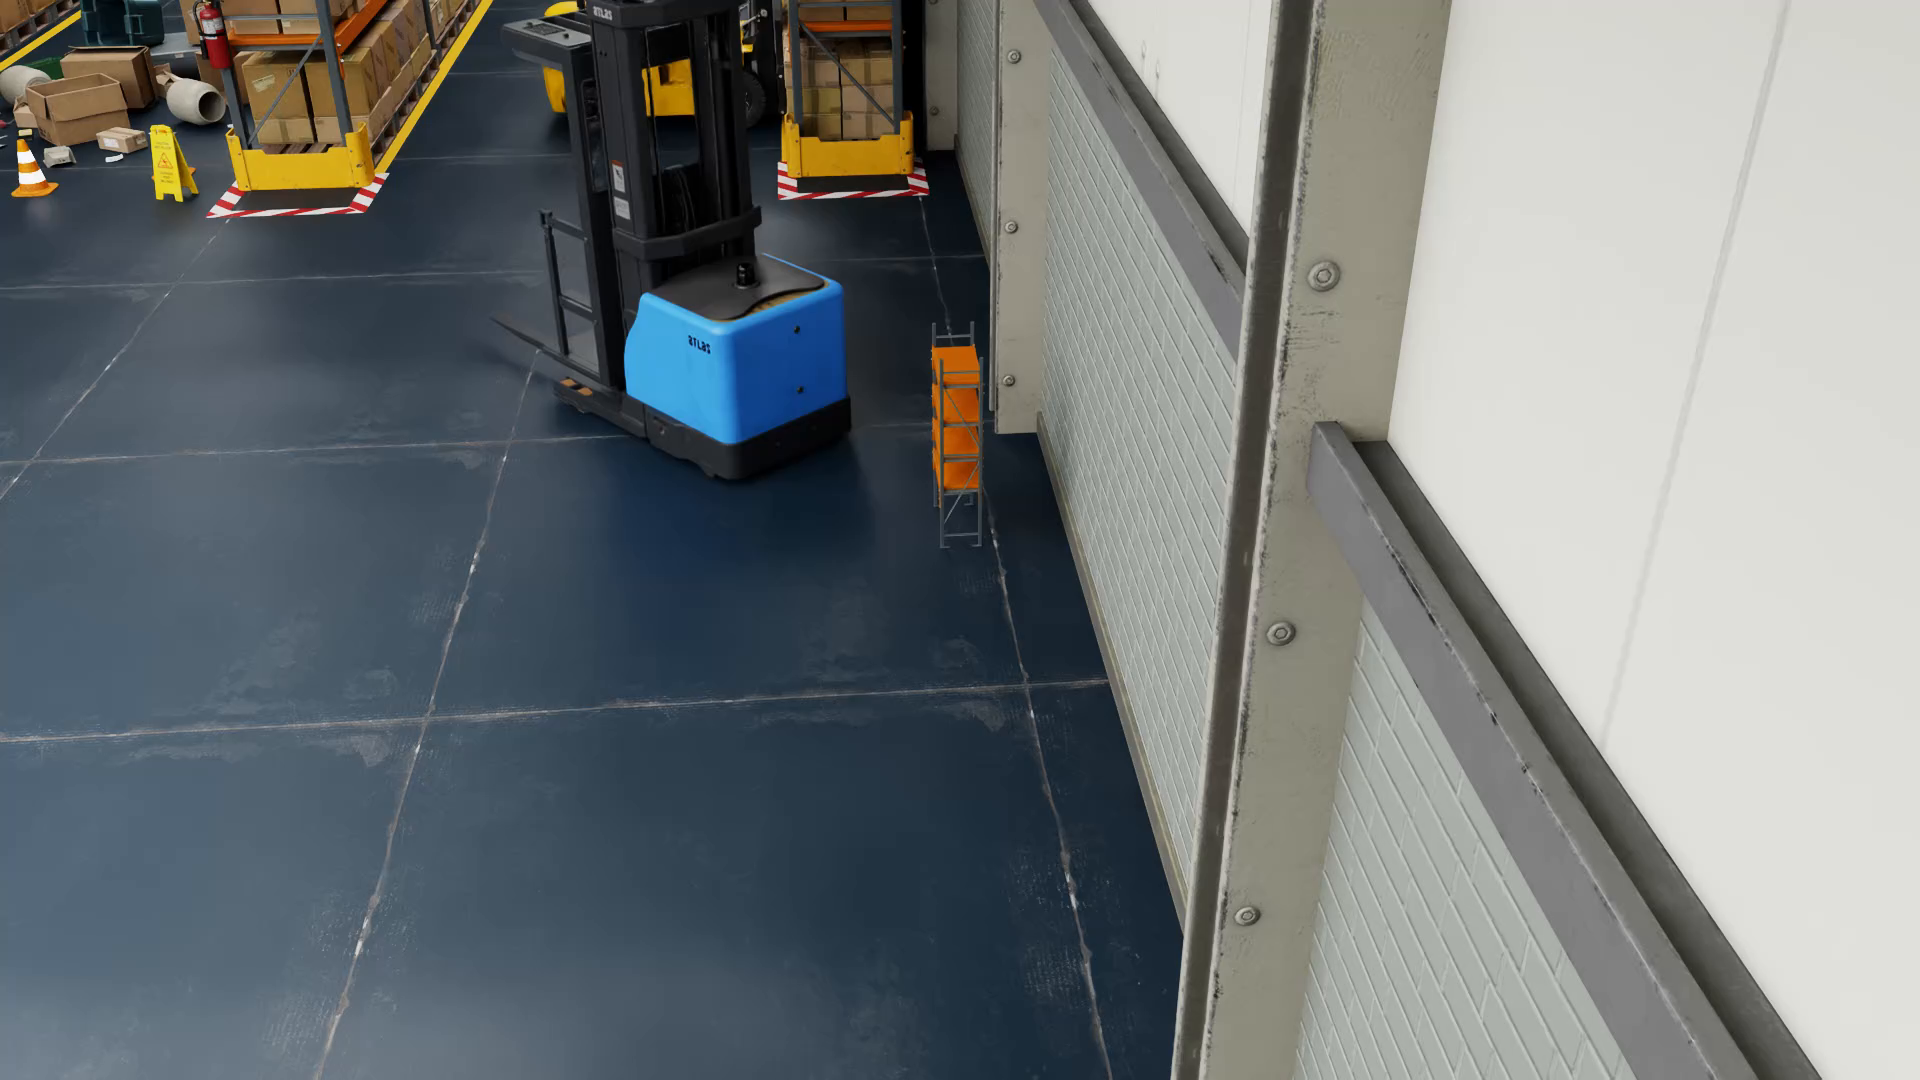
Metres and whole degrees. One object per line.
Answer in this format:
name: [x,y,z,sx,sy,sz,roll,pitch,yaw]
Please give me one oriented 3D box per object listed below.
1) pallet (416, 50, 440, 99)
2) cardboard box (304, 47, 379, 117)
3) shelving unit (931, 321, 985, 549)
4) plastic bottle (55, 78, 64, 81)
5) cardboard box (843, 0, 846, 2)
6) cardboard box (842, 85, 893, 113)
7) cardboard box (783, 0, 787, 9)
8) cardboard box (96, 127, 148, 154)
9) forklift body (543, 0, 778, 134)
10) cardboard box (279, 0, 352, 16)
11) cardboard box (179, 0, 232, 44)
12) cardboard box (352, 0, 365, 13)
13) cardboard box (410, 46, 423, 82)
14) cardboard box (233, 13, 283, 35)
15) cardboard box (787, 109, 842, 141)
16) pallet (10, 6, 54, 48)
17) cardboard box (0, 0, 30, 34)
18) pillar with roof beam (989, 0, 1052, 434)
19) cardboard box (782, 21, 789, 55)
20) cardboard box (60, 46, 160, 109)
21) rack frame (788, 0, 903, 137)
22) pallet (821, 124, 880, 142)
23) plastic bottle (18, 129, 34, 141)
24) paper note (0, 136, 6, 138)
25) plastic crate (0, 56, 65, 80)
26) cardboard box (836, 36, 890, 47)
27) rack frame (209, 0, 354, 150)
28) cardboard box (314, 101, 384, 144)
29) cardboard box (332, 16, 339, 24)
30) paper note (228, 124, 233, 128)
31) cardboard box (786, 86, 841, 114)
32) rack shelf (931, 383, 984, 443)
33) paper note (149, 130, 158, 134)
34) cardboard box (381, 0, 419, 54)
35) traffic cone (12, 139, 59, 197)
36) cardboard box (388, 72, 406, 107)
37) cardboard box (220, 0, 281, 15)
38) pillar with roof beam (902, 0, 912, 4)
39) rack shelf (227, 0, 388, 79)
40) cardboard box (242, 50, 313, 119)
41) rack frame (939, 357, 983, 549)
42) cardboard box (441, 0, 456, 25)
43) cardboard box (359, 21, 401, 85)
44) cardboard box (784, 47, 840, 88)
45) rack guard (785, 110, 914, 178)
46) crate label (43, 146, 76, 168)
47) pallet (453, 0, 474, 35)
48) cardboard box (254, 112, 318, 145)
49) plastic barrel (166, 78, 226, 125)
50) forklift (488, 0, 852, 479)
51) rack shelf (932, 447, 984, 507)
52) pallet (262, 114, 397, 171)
pallet: [-6.241,-5.022,17.953,1.003,0.211,1.213,-3,31,-5]
cardboard box: [-5.768,-4.277,15.527,0.500,0.500,0.500,-4,31,-6]
shelving unit: [-0.015,-0.600,9.584,0.258,1.200,0.503,-3,31,-5]
plastic bottle: [-9.730,-4.942,17.964,0.133,0.061,0.283,-20,36,-30]
cardboard box: [-0.865,-5.332,15.655,0.500,0.500,0.500,-2,31,-3]
cardboard box: [-0.861,-4.223,15.679,0.500,0.250,0.500,-2,31,-4]
cardboard box: [-1.569,-5.452,17.250,0.500,0.250,0.500,-2,31,-3]
cardboard box: [-8.099,-3.867,16.079,0.380,0.149,0.250,13,33,21]
forklift body: [-3.018,-5.274,16.483,2.313,2.155,1.214,-3,31,-5]
cardboard box: [-5.734,-4.944,14.715,0.500,0.500,0.500,-3,31,-5]
cardboard box: [-8.109,-5.712,18.087,0.500,0.500,0.500,-3,31,-5]
cardboard box: [-5.751,-4.993,15.430,0.380,0.149,0.250,-2,31,-4]
cardboard box: [-5.957,-5.000,17.468,0.500,0.250,0.500,-4,31,-6]
cardboard box: [-6.213,-4.591,14.757,0.380,0.149,0.250,-2,31,-3]
cardboard box: [-1.382,-3.983,15.765,0.500,0.250,0.500,-3,31,-4]
pallet: [-11.523,-6.089,19.739,1.003,0.211,1.213,-3,31,-5]
cardboard box: [-11.492,-6.292,19.143,1.050,0.750,0.750,-3,31,-5]
pillar with roof beam: [-3.917,-4.463,8.446,9.100,9.000,0.400,-3,31,-5]
cardboard box: [-1.488,-4.925,16.367,0.500,0.250,0.500,-2,31,-4]
cardboard box: [-8.746,-4.757,17.092,0.797,0.637,0.503,-3,31,-5]
rack frame: [-1.024,-4.758,14.791,1.000,3.000,0.127,-3,31,-5]
pallet: [-1.137,-3.949,16.157,1.003,0.211,1.213,-3,31,-5]
plastic bottle: [-9.202,-3.994,16.377,0.133,0.061,0.283,-14,33,-22]
paper note: [-9.444,-3.964,16.377,0.032,0.001,0.123,13,33,21]
plastic crate: [-9.938,-5.063,17.988,0.450,0.188,0.662,4,30,26]
cardboard box: [-0.931,-4.697,15.985,0.500,0.250,0.500,-3,31,-5]
rack frame: [-5.966,-4.518,14.390,1.000,3.000,0.127,-3,31,-5]
cardboard box: [-5.766,-3.943,15.699,0.500,0.250,0.500,-3,31,-5]
cardboard box: [-5.829,-4.722,14.976,0.380,0.149,0.250,-2,31,-4]
paper note: [-7.274,-4.165,16.693,0.142,0.019,0.148,-14,33,-22]
cardboard box: [-1.381,-4.206,15.651,0.500,0.250,0.500,-3,31,-5]
rack shelf: [-0.015,-0.734,9.504,0.258,0.148,0.480,-3,31,-5]
paper note: [-7.966,-4.067,16.541,0.148,0.019,0.142,8,32,13]
cardboard box: [-5.968,-5.334,17.295,0.500,0.500,0.500,-2,31,-4]
traffic cone: [-8.364,-3.360,14.925,0.336,0.463,0.334,-3,31,-5]
cardboard box: [-5.869,-4.482,16.601,0.500,0.250,0.500,-1,31,-1]
cardboard box: [-6.291,-4.953,14.730,0.500,0.500,0.500,-3,31,-5]
pillar with roof beam: [-5.038,-10.589,18.704,9.100,9.000,0.400,-3,31,-5]
rack shelf: [-6.152,-5.231,16.284,1.077,0.370,4.000,-3,31,-5]
cardboard box: [-6.300,-4.237,15.459,0.500,0.500,0.500,-3,31,-4]
rack frame: [0.007,-0.475,9.376,0.240,1.200,0.015,-3,31,-5]
cardboard box: [-6.461,-6.247,19.437,0.950,0.372,0.625,-1,31,-1]
cardboard box: [-5.860,-4.801,16.403,0.500,0.500,0.500,-2,31,-4]
cardboard box: [-1.378,-4.407,15.501,0.500,0.250,0.500,-2,31,-3]
rack guard: [-1.022,-3.673,15.412,1.175,0.500,0.348,-3,31,-5]
crate label: [-8.499,-3.619,15.675,0.250,0.136,0.298,-20,36,-30]
pallet: [-6.531,-6.385,20.235,1.003,0.211,1.213,-3,31,-5]
cardboard box: [-6.311,-3.930,15.677,0.500,0.250,0.500,-3,31,-5]
plastic barrel: [-7.666,-4.394,16.695,0.512,0.421,0.421,20,36,29]
forklift: [-2.112,-2.281,10.712,3.031,2.935,1.130,27,40,37]
rack shelf: [-0.015,-0.371,9.721,0.258,0.148,0.480,-3,31,-5]
pallet: [-6.013,-3.777,15.867,1.003,0.211,1.213,-3,31,-5]
